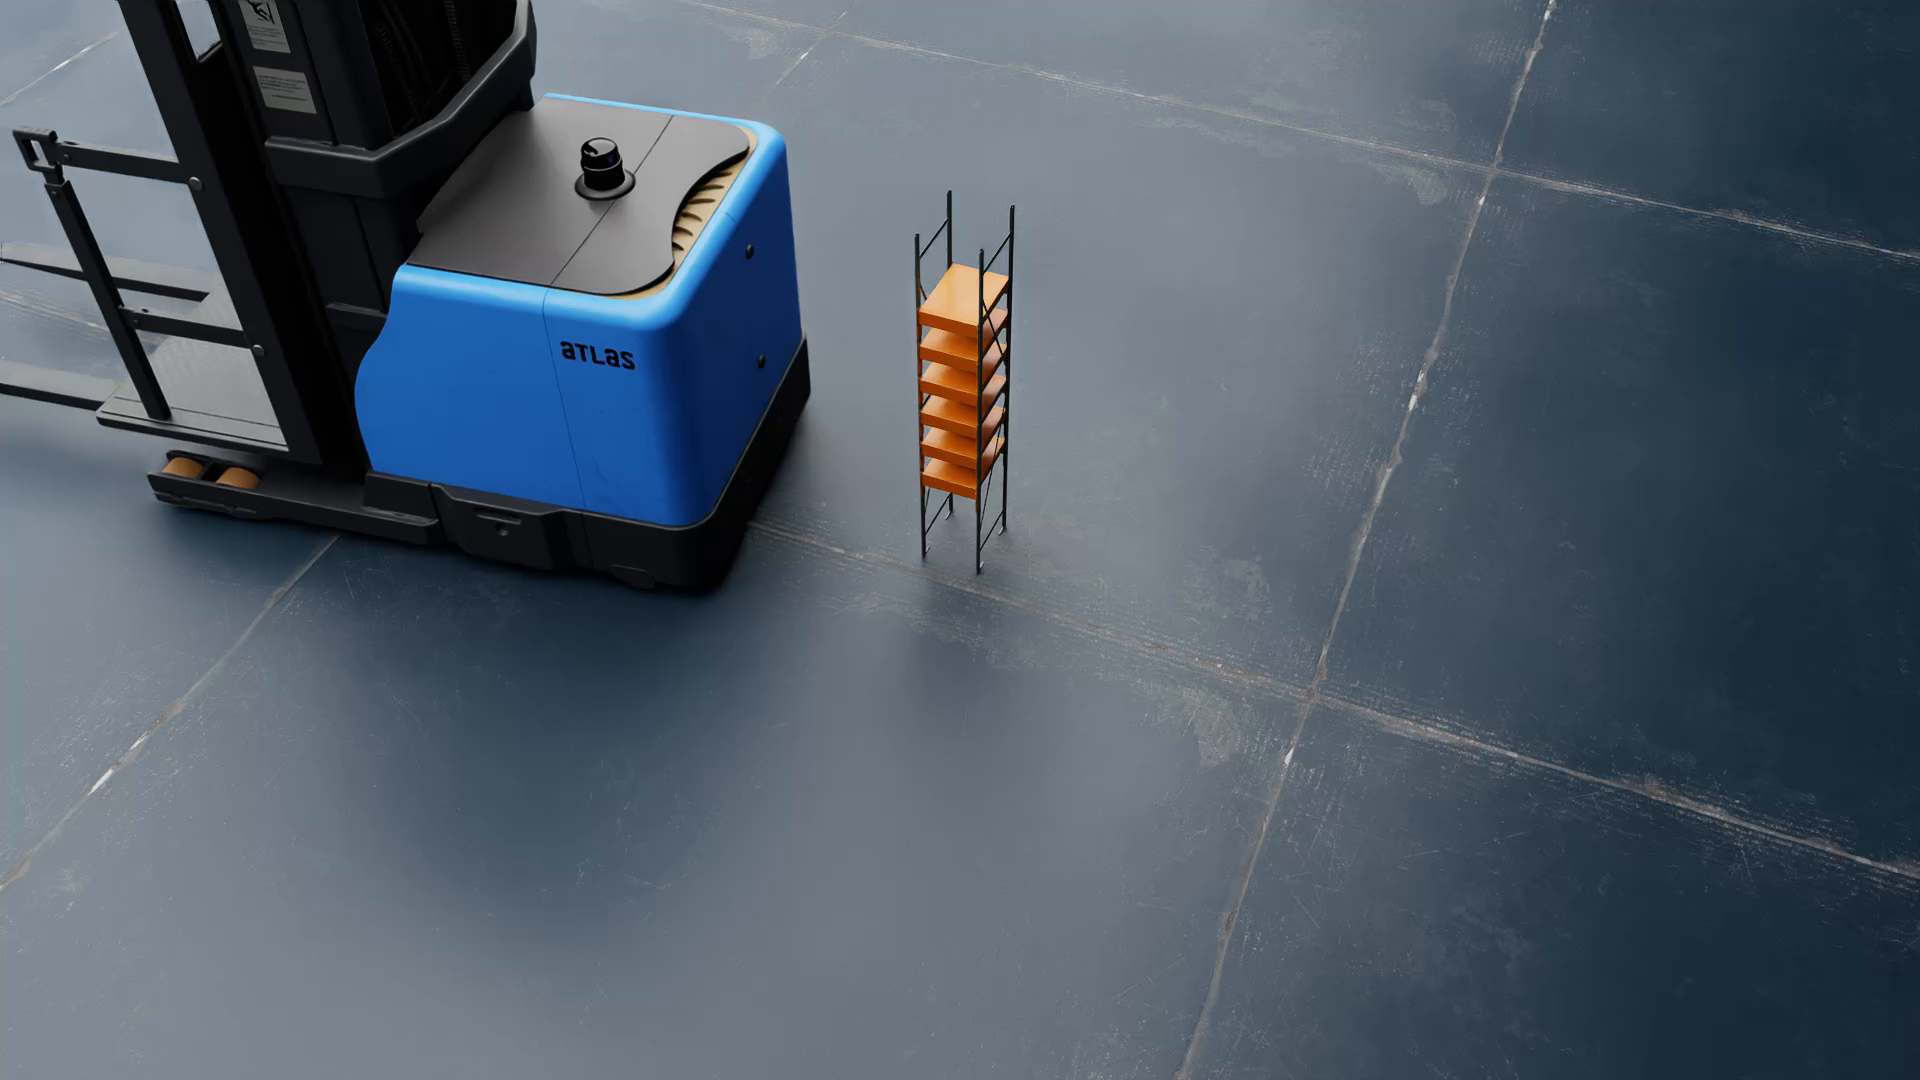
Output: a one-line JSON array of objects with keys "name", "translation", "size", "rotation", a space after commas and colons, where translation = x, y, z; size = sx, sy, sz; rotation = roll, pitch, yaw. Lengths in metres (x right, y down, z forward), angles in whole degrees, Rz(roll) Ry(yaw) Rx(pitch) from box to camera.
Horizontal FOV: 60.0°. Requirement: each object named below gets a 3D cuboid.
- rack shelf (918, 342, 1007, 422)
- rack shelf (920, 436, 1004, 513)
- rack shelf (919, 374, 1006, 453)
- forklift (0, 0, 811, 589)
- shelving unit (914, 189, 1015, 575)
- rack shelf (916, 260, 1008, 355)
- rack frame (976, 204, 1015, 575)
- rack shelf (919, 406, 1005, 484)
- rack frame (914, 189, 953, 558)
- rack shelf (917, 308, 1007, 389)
[{"name": "rack shelf", "translation": [0.013, -0.475, 4.770], "size": [0.180, 0.103, 0.258], "rotation": [16, 47, 16]}, {"name": "rack shelf", "translation": [0.013, -0.220, 5.023], "size": [0.180, 0.103, 0.258], "rotation": [16, 47, 16]}, {"name": "rack shelf", "translation": [0.013, -0.390, 4.854], "size": [0.180, 0.103, 0.258], "rotation": [16, 47, 16]}, {"name": "forklift", "translation": [-2.082, -1.456, 4.635], "size": [3.031, 2.935, 1.130], "rotation": [10, 46, 10]}, {"name": "shelving unit", "translation": [0.013, -0.421, 4.823], "size": [0.189, 1.200, 0.258], "rotation": [16, 47, 16]}, {"name": "rack shelf", "translation": [0.013, -0.645, 4.600], "size": [0.180, 0.103, 0.258], "rotation": [16, 47, 16]}, {"name": "rack frame", "translation": [0.098, -0.397, 4.798], "size": [0.006, 1.200, 0.240], "rotation": [16, 47, 16]}, {"name": "rack shelf", "translation": [0.013, -0.305, 4.939], "size": [0.180, 0.103, 0.258], "rotation": [16, 47, 16]}, {"name": "rack frame", "translation": [-0.071, -0.446, 4.848], "size": [0.006, 1.200, 0.240], "rotation": [16, 47, 16]}, {"name": "rack shelf", "translation": [0.013, -0.560, 4.685], "size": [0.180, 0.103, 0.258], "rotation": [16, 47, 16]}]
